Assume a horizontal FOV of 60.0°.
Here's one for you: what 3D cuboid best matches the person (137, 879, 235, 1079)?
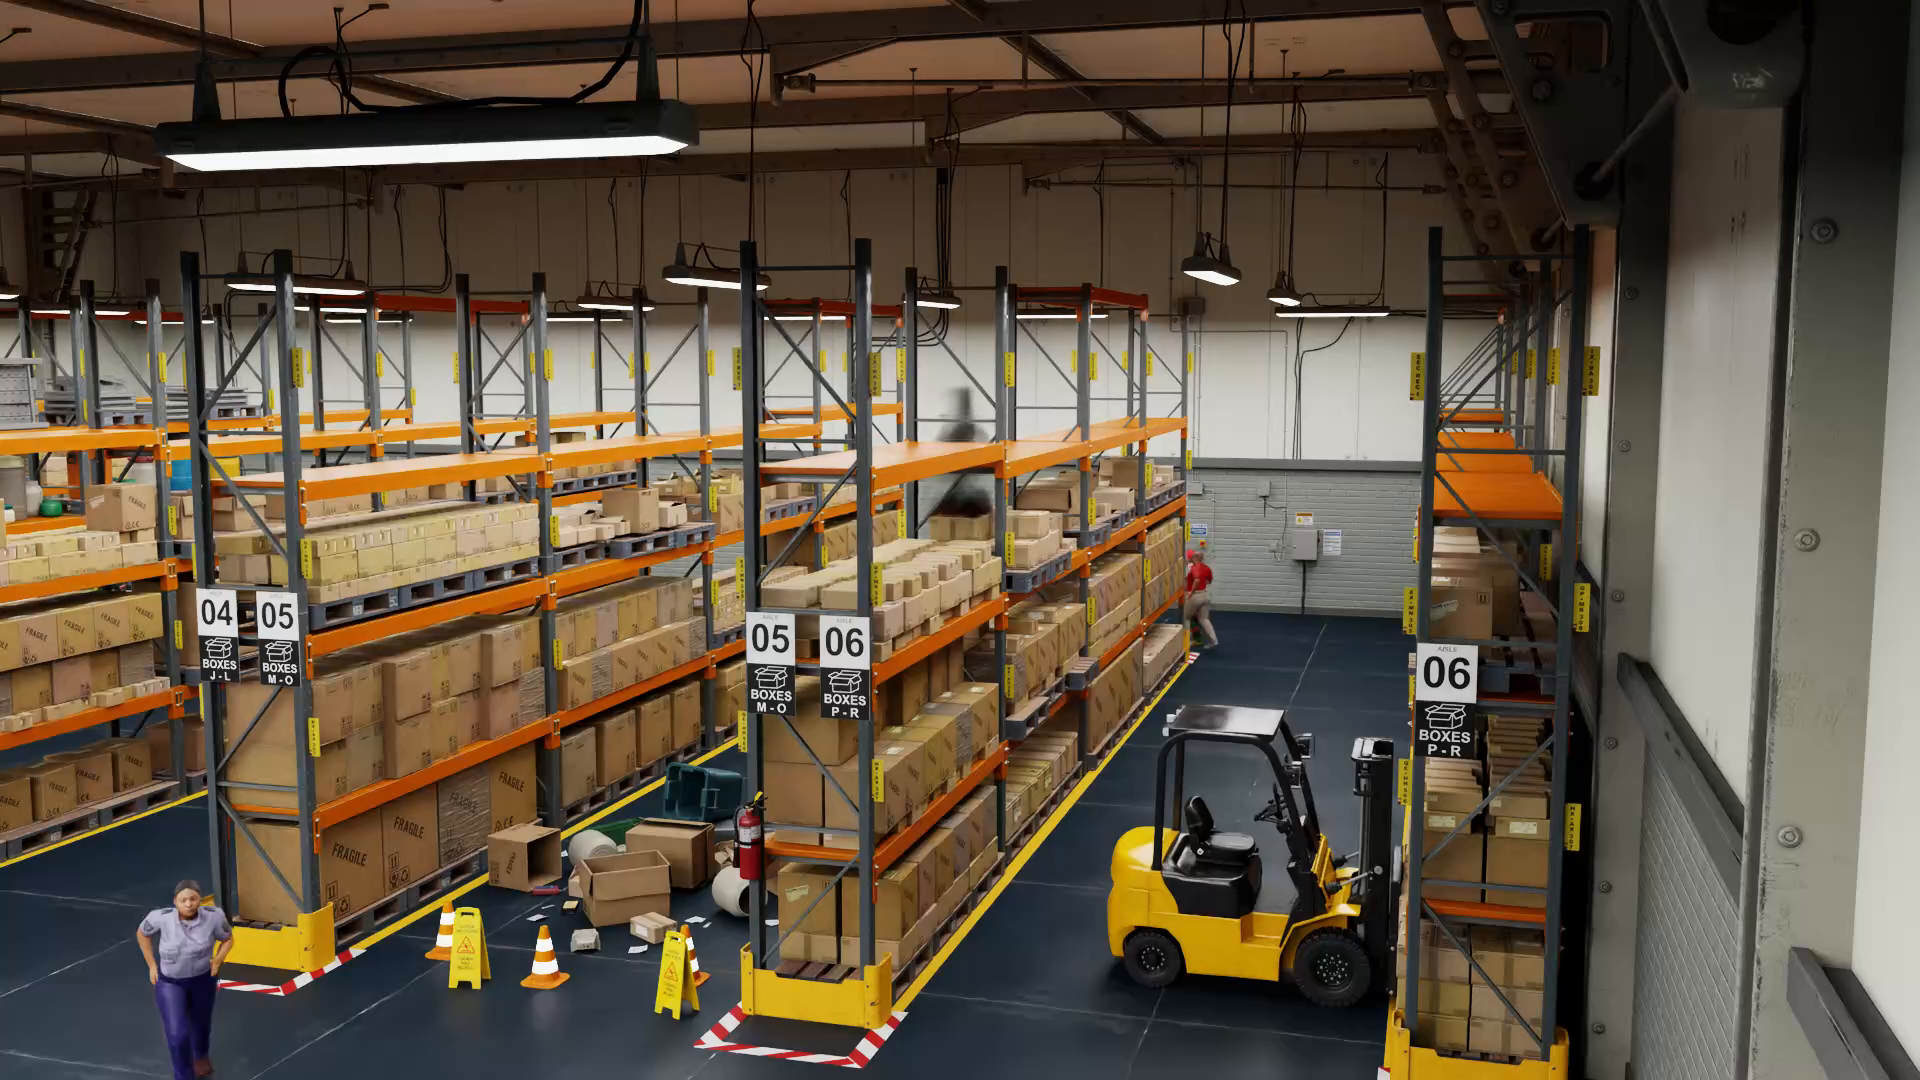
[{"bbox_3d":[-5.355,3.098,11.544,0.600,1.652,0.892,-4,7,-30],"label":"person"}]

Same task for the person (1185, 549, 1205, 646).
[{"bbox_3d":[4.083,1.014,29.517,0.670,1.729,0.709,3,7,21],"label":"person"}]

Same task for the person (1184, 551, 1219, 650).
[{"bbox_3d":[4.136,1.087,28.852,0.650,1.802,0.785,-5,8,-39],"label":"person"}]
